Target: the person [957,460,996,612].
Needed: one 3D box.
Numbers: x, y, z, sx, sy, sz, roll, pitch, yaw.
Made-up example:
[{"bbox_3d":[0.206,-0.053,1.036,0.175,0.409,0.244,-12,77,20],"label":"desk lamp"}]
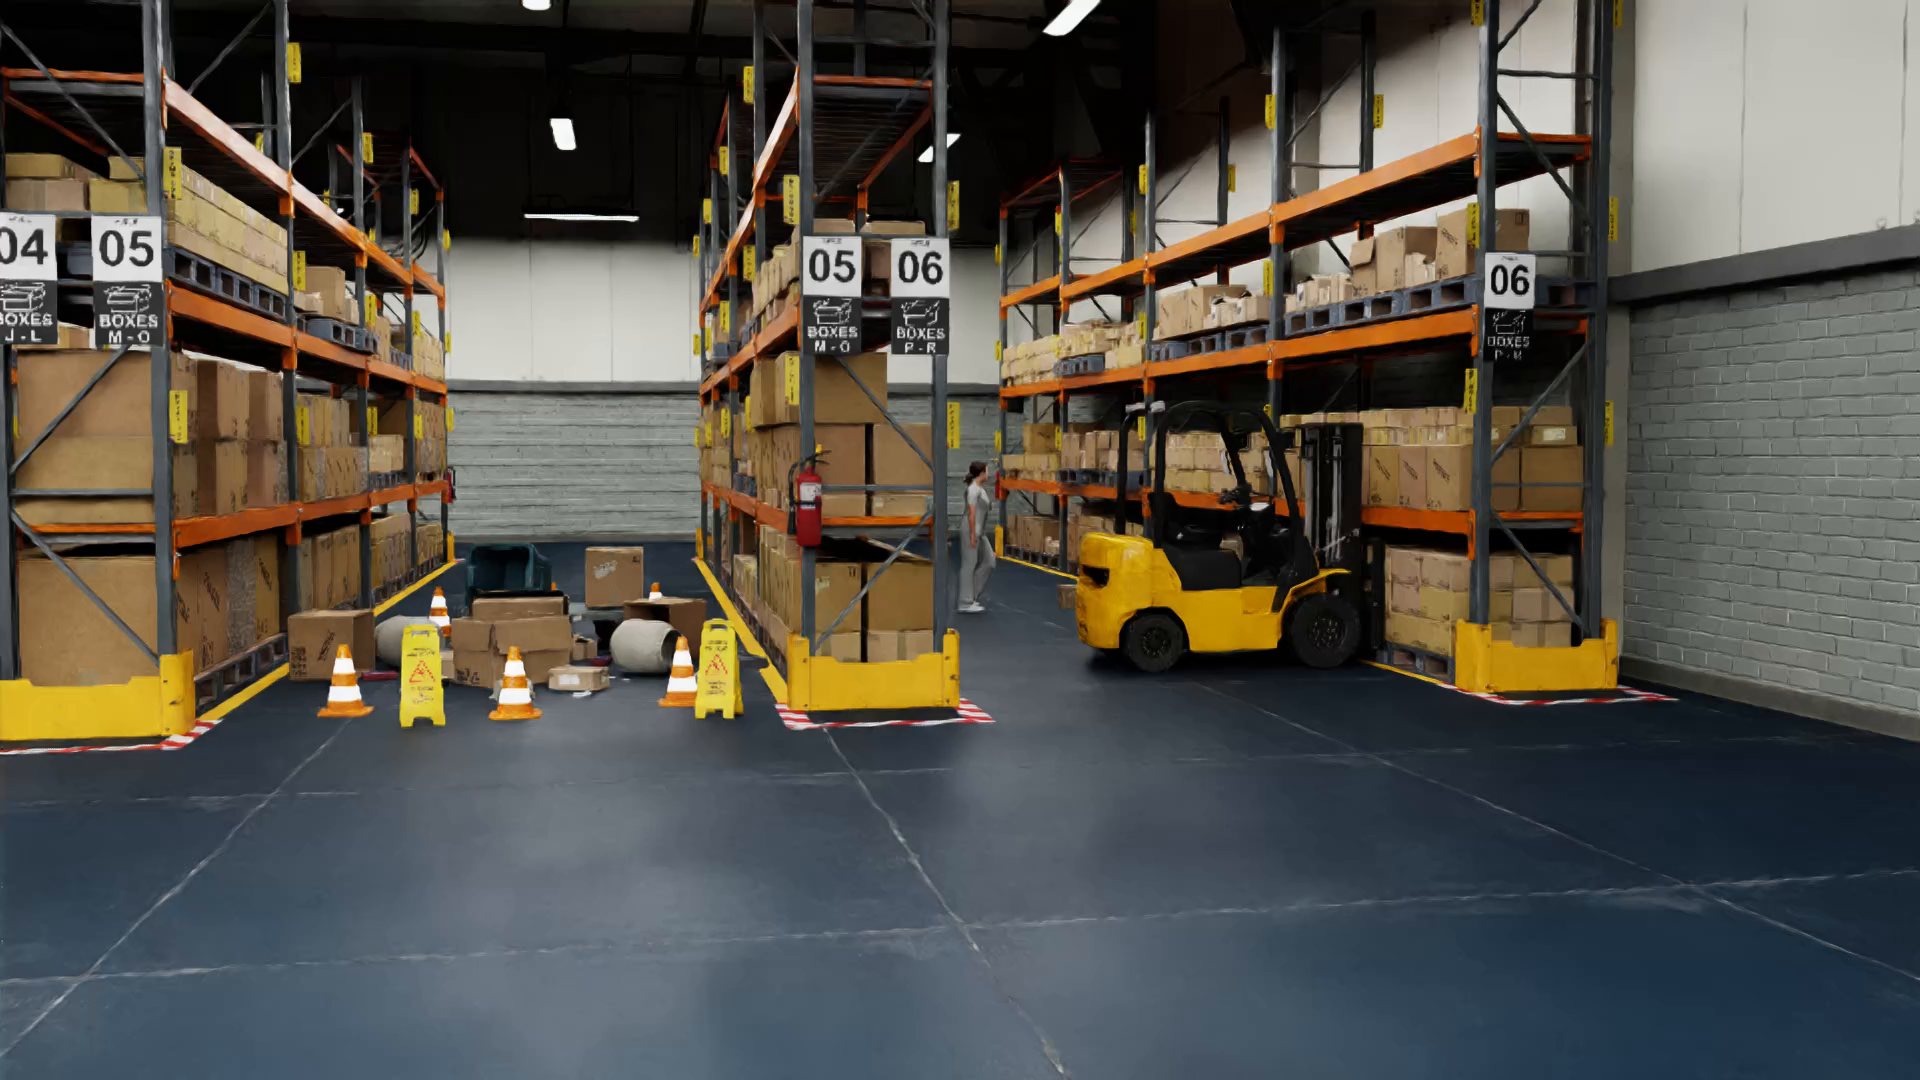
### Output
[{"bbox_3d":[0.185,-0.053,18.171,0.394,1.644,0.569,1,3,14],"label":"person"}]
